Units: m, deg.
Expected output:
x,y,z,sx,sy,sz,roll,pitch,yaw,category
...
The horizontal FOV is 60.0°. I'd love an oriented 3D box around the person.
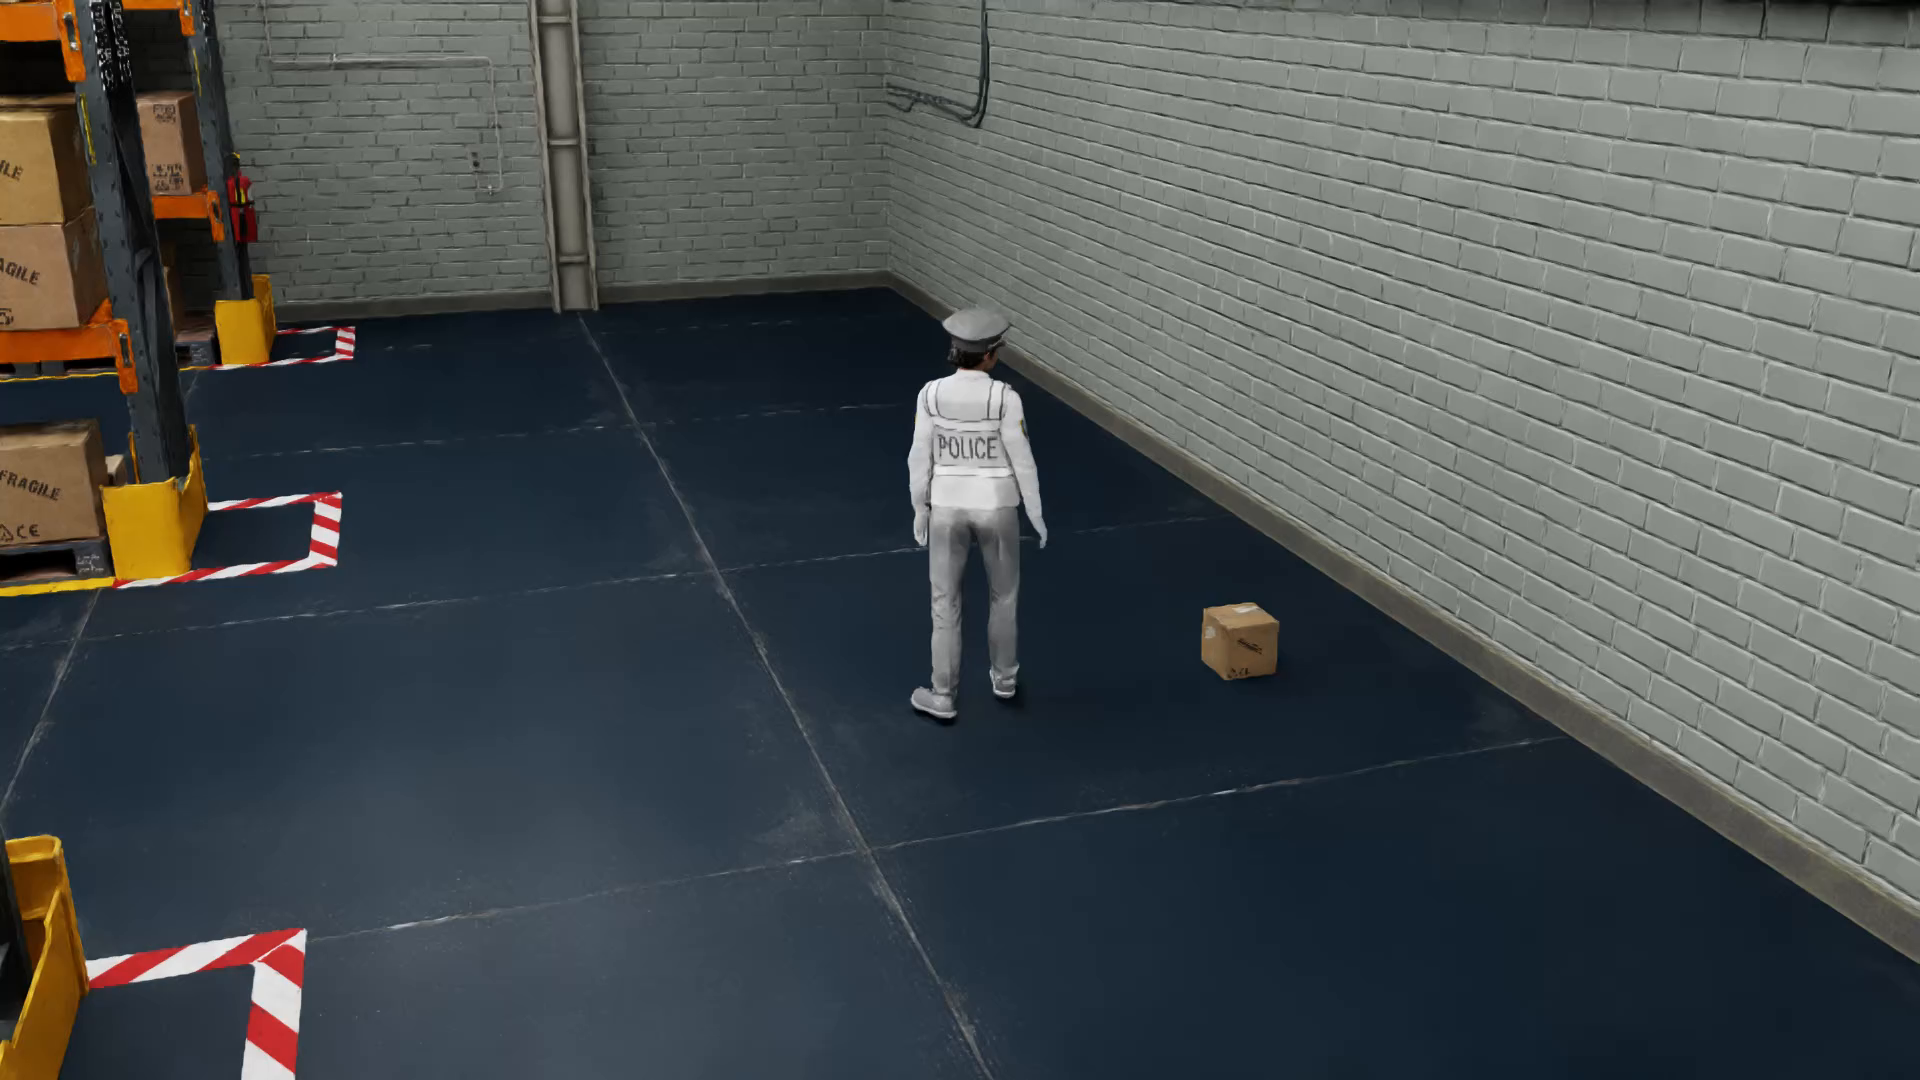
x,y,z,sx,sy,sz,roll,pitch,yaw,category
0.076,-0.116,6.808,0.569,1.673,0.535,3,20,8,person
